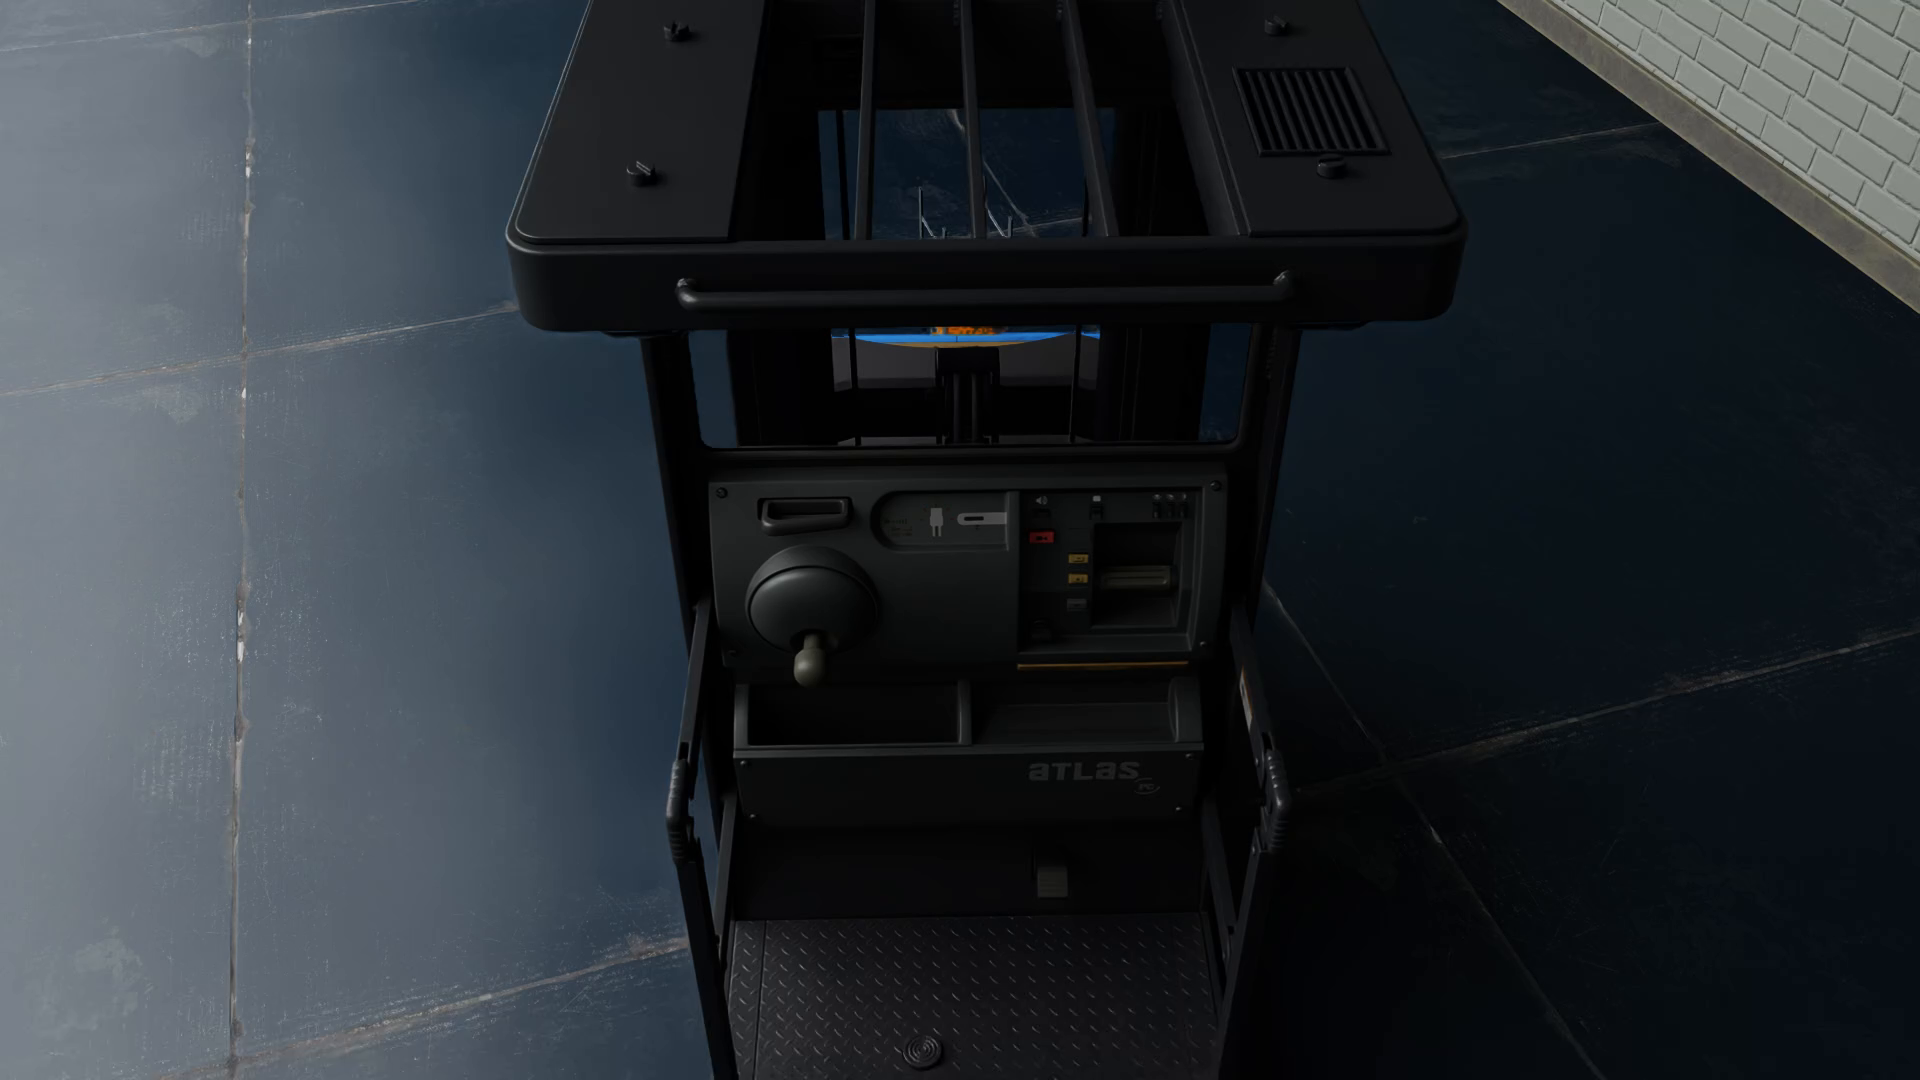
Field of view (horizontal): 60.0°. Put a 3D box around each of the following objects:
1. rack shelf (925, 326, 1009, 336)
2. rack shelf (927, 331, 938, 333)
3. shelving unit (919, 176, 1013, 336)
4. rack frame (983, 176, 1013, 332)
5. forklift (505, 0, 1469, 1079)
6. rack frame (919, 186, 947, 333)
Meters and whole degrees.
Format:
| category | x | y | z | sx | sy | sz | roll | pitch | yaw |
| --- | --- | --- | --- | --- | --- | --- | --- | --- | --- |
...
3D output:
| category | x | y | z | sx | sy | sz | roll | pitch | yaw |
| --- | --- | --- | --- | --- | --- | --- | --- | --- | --- |
| rack shelf | 0.014 | -0.602 | 4.730 | 0.180 | 0.103 | 0.258 | -12 | 42 | -13 |
| rack shelf | 0.014 | -0.512 | 4.809 | 0.180 | 0.103 | 0.258 | -12 | 42 | -13 |
| shelving unit | 0.014 | -0.455 | 4.859 | 0.189 | 1.200 | 0.258 | -12 | 42 | -13 |
| rack frame | 0.101 | -0.473 | 4.879 | 0.006 | 1.200 | 0.240 | -12 | 42 | -13 |
| forklift | 0.024 | 0.144 | 2.857 | 1.130 | 2.935 | 3.031 | -1 | 41 | -1 |
| rack frame | -0.073 | -0.437 | 4.838 | 0.006 | 1.200 | 0.240 | -12 | 42 | -13 |
